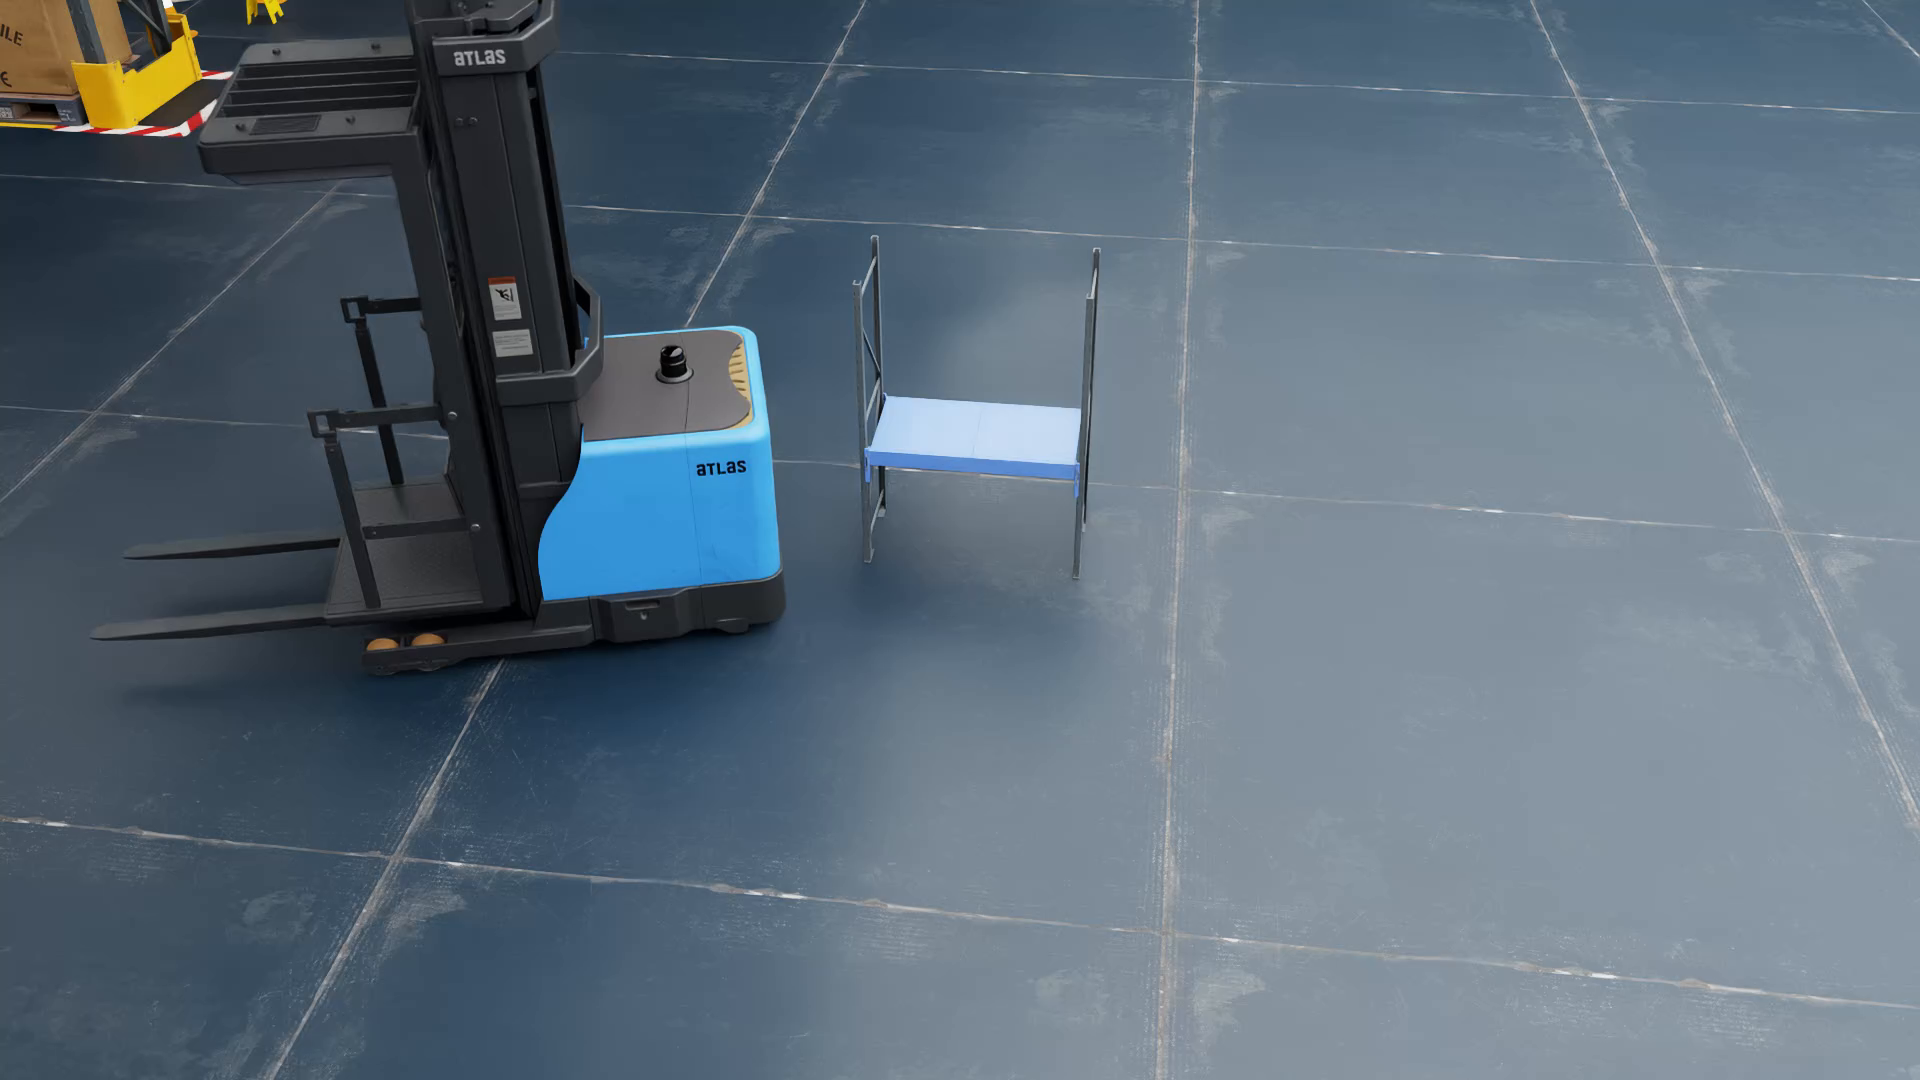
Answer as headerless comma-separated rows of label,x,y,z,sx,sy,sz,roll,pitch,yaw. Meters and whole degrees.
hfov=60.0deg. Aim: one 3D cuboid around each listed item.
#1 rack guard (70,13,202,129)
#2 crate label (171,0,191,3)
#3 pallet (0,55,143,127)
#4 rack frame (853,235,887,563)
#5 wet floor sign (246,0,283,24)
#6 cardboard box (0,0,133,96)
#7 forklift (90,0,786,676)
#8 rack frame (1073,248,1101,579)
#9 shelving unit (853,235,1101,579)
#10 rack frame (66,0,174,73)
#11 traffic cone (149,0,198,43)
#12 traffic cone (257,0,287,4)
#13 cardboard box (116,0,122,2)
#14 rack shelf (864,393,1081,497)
rack guard,-6.395,-3.664,12.954,0.348,0.500,1.175,4,36,6
crate label,-7.071,-5.024,15.171,0.298,0.136,0.250,-14,38,-18
pallet,-7.221,-3.562,13.060,1.213,0.211,1.003,4,36,6
rack frame,-0.420,-0.642,7.858,0.032,1.500,0.500,4,36,6
wet floor sign,-6.138,-4.864,14.509,0.232,0.644,0.267,-2,36,-2
cardboard box,-7.099,-4.001,12.742,0.875,0.875,0.875,4,36,6
forklift,-2.368,-0.921,7.017,3.031,2.935,1.130,-6,36,-8
rack frame,0.589,-0.567,7.753,0.032,1.500,0.500,4,36,6
shelving unit,0.085,-0.604,7.805,1.048,1.500,0.538,4,36,6
rack frame,-6.418,-4.683,12.230,0.127,3.000,1.000,4,36,6
traffic cone,-6.764,-4.508,14.168,0.334,0.463,0.336,4,36,6
traffic cone,-6.283,-5.134,15.045,0.334,0.463,0.336,4,36,6
cardboard box,-7.953,-5.198,15.100,0.637,0.503,0.797,-20,40,-26
rack shelf,0.085,-0.458,7.910,1.000,0.185,0.538,4,36,6
